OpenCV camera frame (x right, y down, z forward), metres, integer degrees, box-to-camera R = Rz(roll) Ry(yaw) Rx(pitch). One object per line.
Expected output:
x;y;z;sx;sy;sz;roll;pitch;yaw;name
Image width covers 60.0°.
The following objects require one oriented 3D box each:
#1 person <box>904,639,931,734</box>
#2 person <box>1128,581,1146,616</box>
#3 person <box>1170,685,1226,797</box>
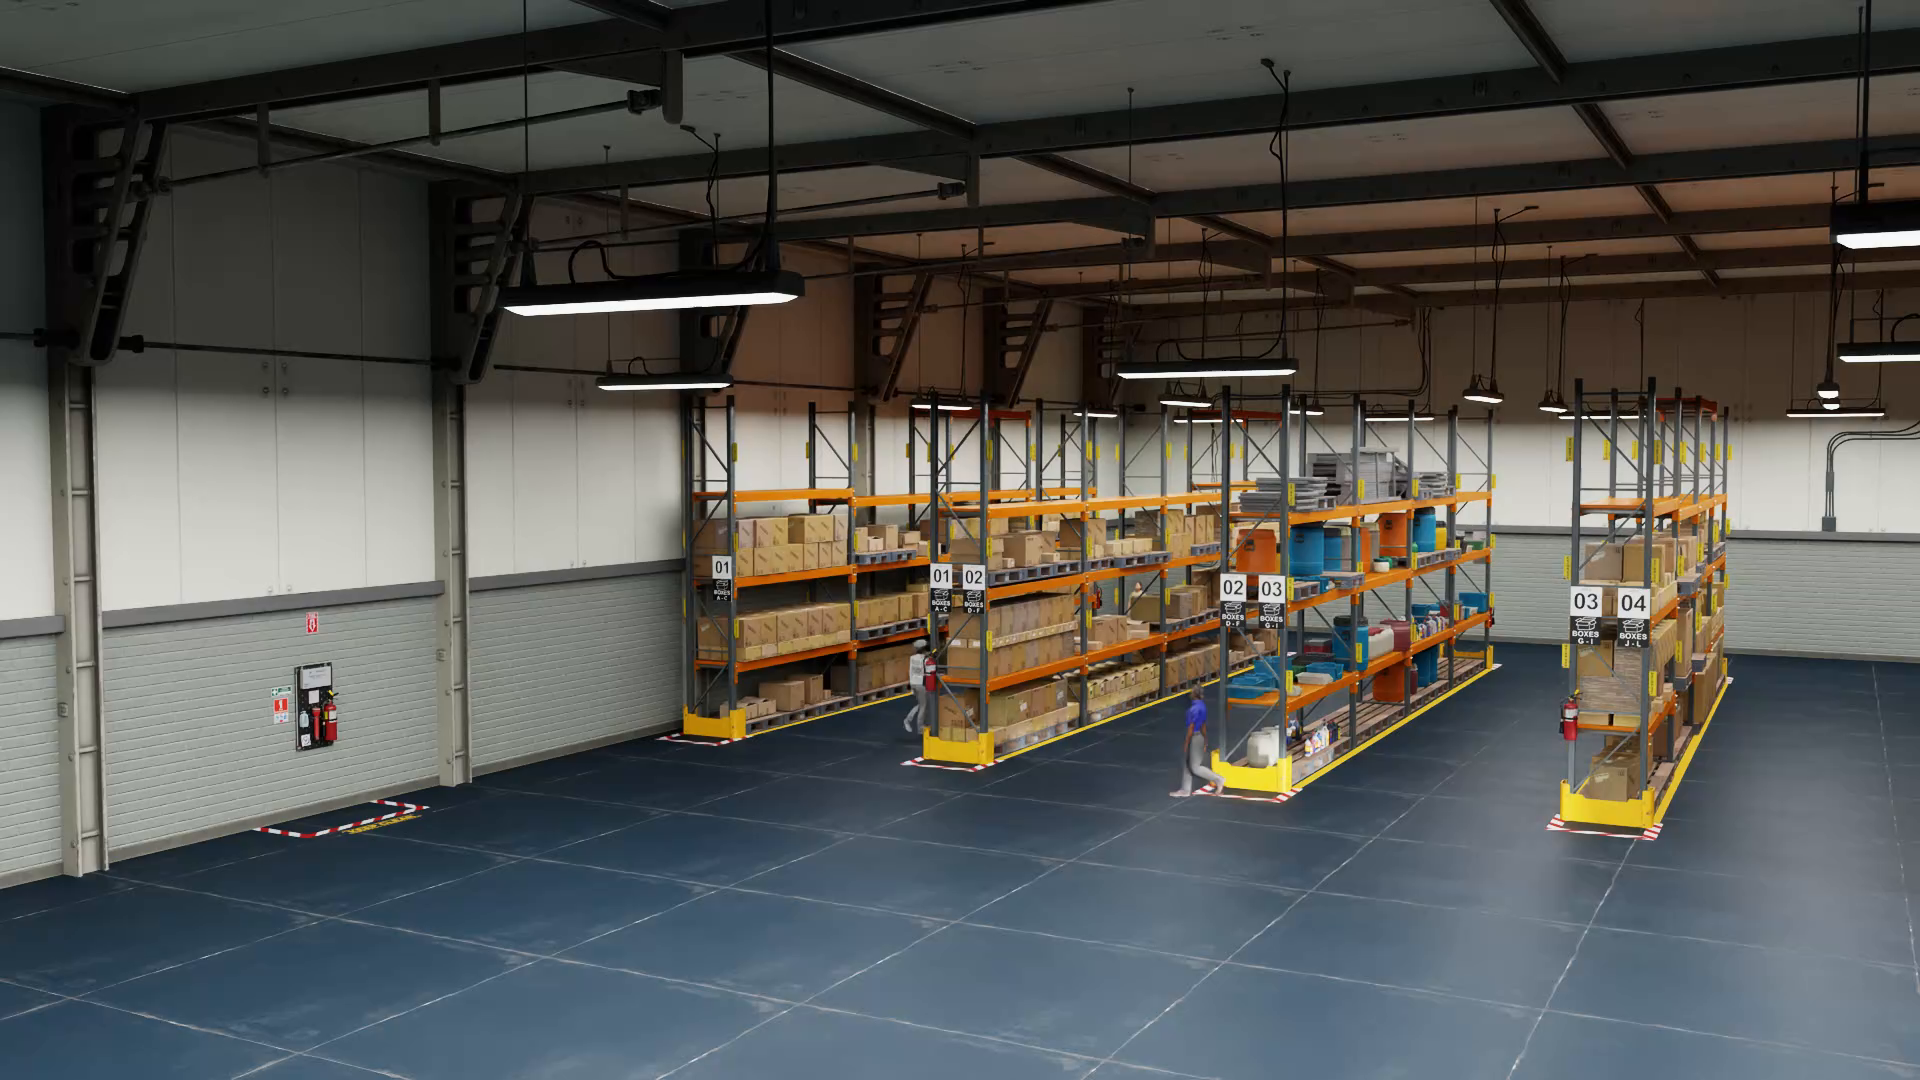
-0.729;2.597;29.419;0.496;1.684;0.485;-2;3;-29;person
4.657;1.898;43.608;0.515;1.626;0.989;0;3;5;person
3.422;2.913;24.009;0.748;1.641;0.409;0;3;-1;person
